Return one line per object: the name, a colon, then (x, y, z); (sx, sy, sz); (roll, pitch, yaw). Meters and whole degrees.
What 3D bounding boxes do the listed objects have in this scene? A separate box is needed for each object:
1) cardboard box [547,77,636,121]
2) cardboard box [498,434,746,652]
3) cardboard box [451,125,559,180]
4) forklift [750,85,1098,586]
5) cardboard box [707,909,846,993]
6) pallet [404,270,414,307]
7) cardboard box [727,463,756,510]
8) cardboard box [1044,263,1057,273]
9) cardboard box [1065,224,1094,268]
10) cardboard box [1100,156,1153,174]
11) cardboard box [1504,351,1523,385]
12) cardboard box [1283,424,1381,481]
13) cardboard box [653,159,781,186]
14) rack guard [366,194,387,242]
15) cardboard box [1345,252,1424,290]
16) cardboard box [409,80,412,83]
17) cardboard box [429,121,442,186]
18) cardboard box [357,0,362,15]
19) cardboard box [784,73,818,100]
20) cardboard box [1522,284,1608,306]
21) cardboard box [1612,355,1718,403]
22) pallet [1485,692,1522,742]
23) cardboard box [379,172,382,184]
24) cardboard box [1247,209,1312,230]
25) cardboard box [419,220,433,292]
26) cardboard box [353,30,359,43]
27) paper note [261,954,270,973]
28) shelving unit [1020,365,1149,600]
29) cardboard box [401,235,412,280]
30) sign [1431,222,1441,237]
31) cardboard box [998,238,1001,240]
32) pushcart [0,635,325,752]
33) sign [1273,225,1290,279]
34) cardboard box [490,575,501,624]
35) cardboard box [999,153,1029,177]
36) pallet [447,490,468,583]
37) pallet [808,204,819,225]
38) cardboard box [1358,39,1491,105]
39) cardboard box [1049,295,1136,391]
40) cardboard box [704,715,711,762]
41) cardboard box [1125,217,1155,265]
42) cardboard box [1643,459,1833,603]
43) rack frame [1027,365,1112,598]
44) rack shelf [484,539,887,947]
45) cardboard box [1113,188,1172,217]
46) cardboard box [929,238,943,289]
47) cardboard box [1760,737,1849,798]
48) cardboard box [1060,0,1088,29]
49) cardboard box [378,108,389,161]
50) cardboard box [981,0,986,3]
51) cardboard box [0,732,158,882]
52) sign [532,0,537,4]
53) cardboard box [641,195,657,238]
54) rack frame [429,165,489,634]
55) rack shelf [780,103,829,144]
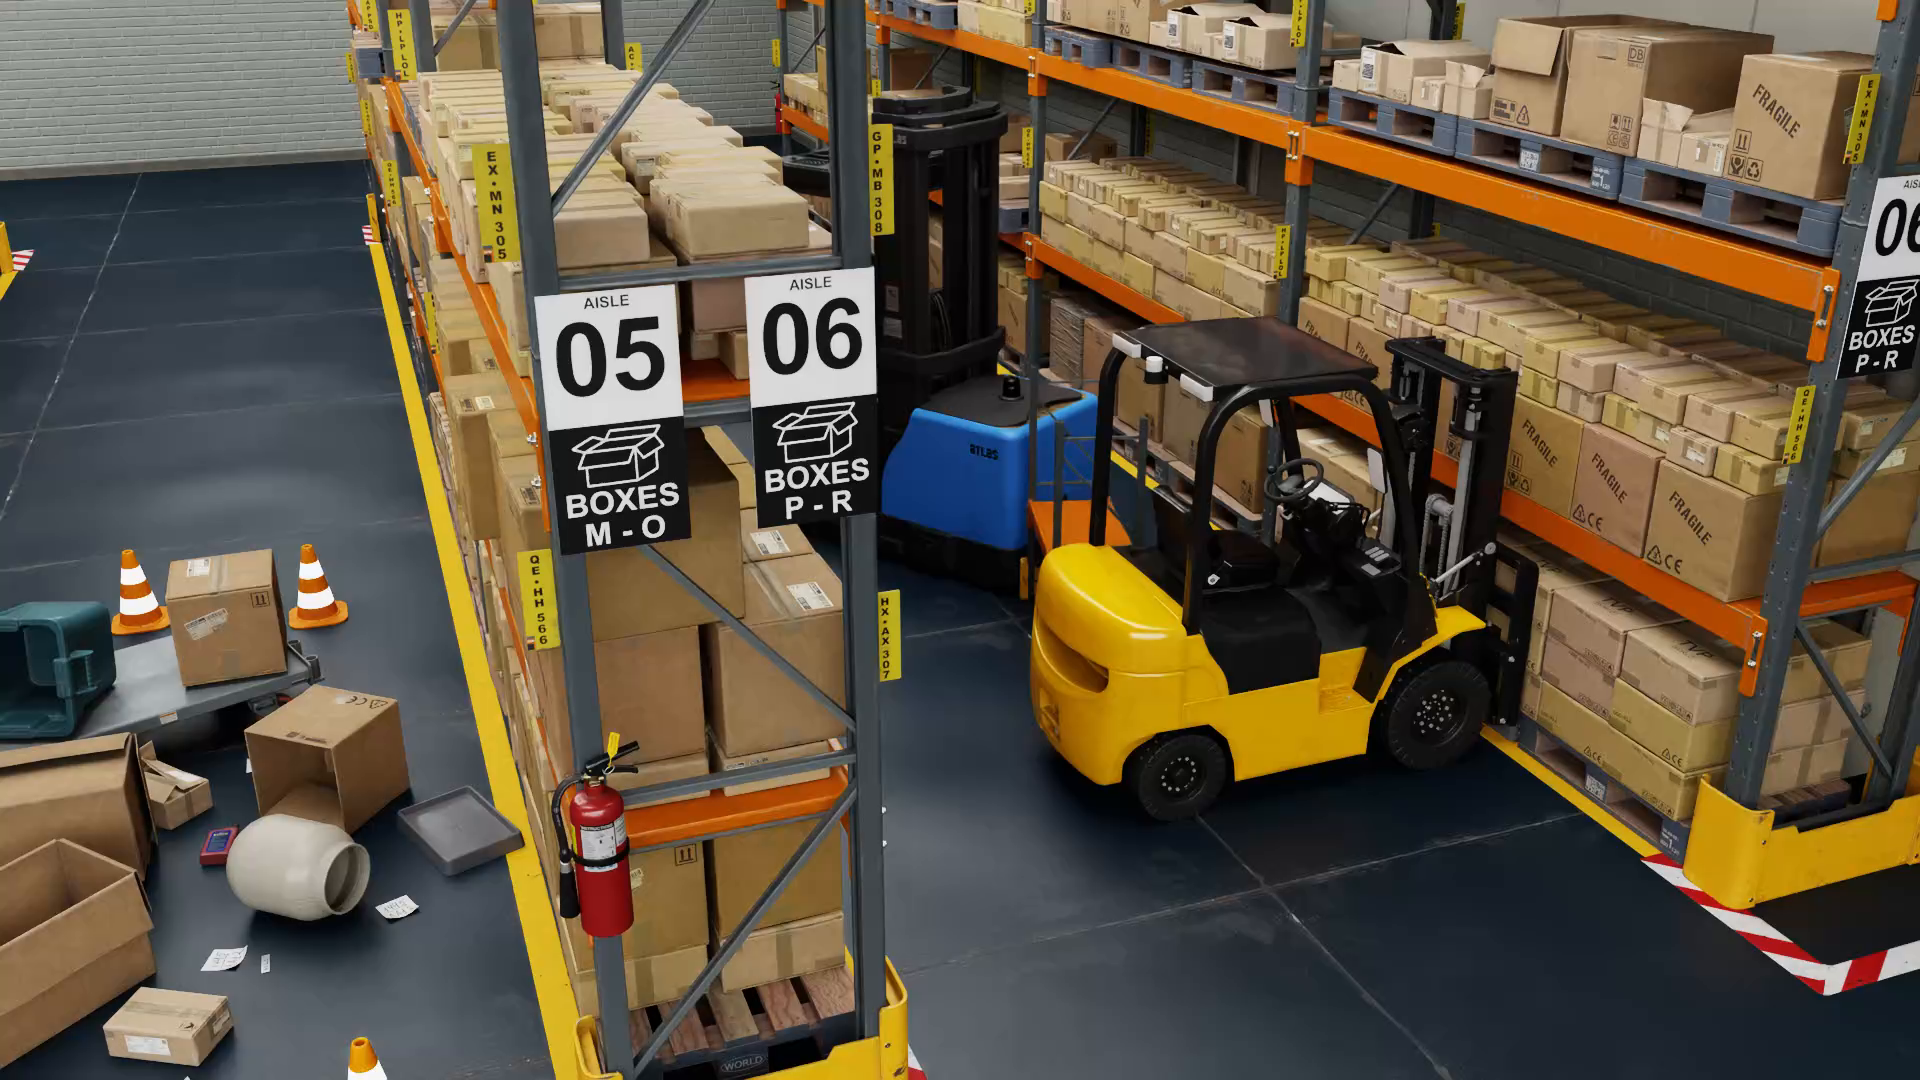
cardboard box: (-1.678, -2.018, 7.610); (0.380, 0.149, 0.250); (-8, 24, -18)
cardboard box: (-1.138, -0.006, 5.603); (0.700, 0.500, 0.500); (-9, 24, -20)
cardboard box: (-1.722, -1.475, 6.323); (0.380, 0.149, 0.250); (-8, 24, -18)
forklift: (-0.559, -1.503, 11.043); (3.031, 2.935, 1.130); (17, 28, 34)
cardboard box: (-0.779, 1.536, 6.743); (0.500, 0.250, 0.500); (-9, 24, -19)
pallet: (-5.188, -2.569, 17.072); (1.003, 0.211, 1.213); (-8, 24, -19)
cardboard box: (-1.028, 0.028, 6.811); (0.500, 0.500, 0.500); (-9, 24, -20)
cardboard box: (0.939, -2.548, 15.276); (0.380, 0.149, 0.250); (-8, 24, -18)
cardboard box: (1.164, -2.348, 13.152); (0.500, 0.250, 0.500); (-9, 24, -20)
cardboard box: (1.367, -3.050, 13.661); (0.380, 0.149, 0.250); (-8, 24, -17)
cardboard box: (3.025, -0.887, 8.529); (0.380, 0.149, 0.250); (-9, 24, -19)
cardboard box: (2.353, -0.511, 10.311); (0.500, 0.250, 0.500); (-9, 24, -20)
cardboard box: (-0.822, -1.186, 5.637); (0.380, 0.149, 0.250); (-8, 24, -19)
rack guard: (-6.414, -3.877, 19.804); (1.175, 0.500, 0.348); (-8, 24, -19)
cardboard box: (2.505, -1.587, 9.807); (0.380, 0.149, 0.250); (-8, 24, -18)
cardboard box: (-3.627, -3.242, 11.541); (0.380, 0.149, 0.250); (-8, 24, -19)
cardboard box: (-2.076, -1.726, 7.432); (0.500, 0.250, 0.500); (-9, 24, -19)
cardboard box: (-4.873, -4.527, 14.026); (0.380, 0.166, 0.250); (-10, 25, -23)
cardboard box: (-1.855, -5.568, 20.410); (0.500, 0.250, 0.500); (-8, 24, -19)
cardboard box: (3.294, -1.280, 9.078); (0.380, 0.149, 0.250); (-9, 24, -20)
cardboard box: (3.313, -0.749, 7.819); (0.380, 0.149, 0.250); (-8, 24, -19)
pallet: (3.153, 0.681, 9.361); (1.003, 0.211, 1.213); (-8, 24, -19)
cardboard box: (-5.395, -3.746, 16.147); (0.500, 0.500, 0.500); (-8, 24, -19)
cardboard box: (2.246, -2.224, 11.700); (0.380, 0.149, 0.250); (-8, 24, -19)
cardboard box: (-3.083, -1.731, 10.443); (0.500, 0.500, 0.500); (-9, 25, -21)
cardboard box: (-6.395, -5.463, 18.098); (0.380, 0.149, 0.250); (-8, 24, -17)
paper note: (-2.925, 1.784, 7.004); (0.032, 0.001, 0.123); (-8, 24, -19)
shelving unit: (0.714, -0.153, 9.681); (0.587, 1.500, 1.083); (-2, 23, -5)
cardboard box: (-4.001, -2.192, 12.782); (0.500, 0.250, 0.500); (-9, 25, -21)
sign: (2.995, -1.854, 10.571); (0.100, 0.325, 0.005); (-8, 24, -19)
cardboard box: (0.170, -2.863, 16.022); (0.380, 0.149, 0.250); (-8, 24, -19)
pushcart: (-4.282, 0.880, 8.677); (1.648, 0.377, 0.936); (-18, 29, -37)
sign: (1.972, -1.761, 10.178); (0.100, 0.325, 0.005); (-8, 24, -19)
cardboard box: (-2.039, 0.261, 7.968); (0.380, 0.149, 0.250); (-7, 24, -17)
cardboard box: (0.388, -3.259, 14.772); (0.500, 0.250, 0.500); (-10, 25, -21)
pallet: (-2.877, -0.101, 11.219); (1.003, 0.211, 1.213); (-8, 24, -19)
pallet: (-1.454, -4.100, 20.706); (1.003, 0.211, 1.213); (-8, 24, -19)
cardboard box: (2.542, -2.587, 9.110); (0.500, 0.311, 0.500); (-8, 24, -18)
cardboard box: (1.271, -1.666, 13.858); (0.875, 0.625, 0.625); (-8, 24, -17)
cardboard box: (-0.782, 0.668, 6.127); (0.380, 0.149, 0.250); (-8, 24, -18)
cardboard box: (1.539, -2.205, 12.169); (0.500, 0.250, 0.500); (-8, 24, -18)
cardboard box: (3.470, -0.078, 7.443); (0.500, 0.500, 0.500); (-9, 24, -20)
rack frame: (0.667, -0.346, 10.139); (0.500, 1.500, 0.032); (-2, 23, -5)
rack shelf: (-1.460, 0.398, 7.369); (1.077, 0.370, 4.000); (-8, 24, -19)
cardboard box: (1.366, -2.517, 12.395); (0.380, 0.149, 0.250); (-8, 24, -18)
cardboard box: (-0.020, -2.710, 16.495); (0.500, 0.500, 0.500); (-9, 25, -21)
cardboard box: (3.899, 0.980, 8.063); (0.500, 0.250, 0.500); (-8, 24, -19)
cardboard box: (1.091, -4.167, 12.614); (0.500, 0.500, 0.500); (-8, 24, -19)
cardboard box: (-4.537, -3.323, 13.857); (0.500, 0.500, 0.500); (-9, 24, -20)
cardboard box: (0.400, -4.766, 14.513); (0.380, 0.149, 0.250); (-8, 24, -19)
cardboard box: (-4.080, 1.252, 7.457); (0.797, 0.637, 0.503); (-8, 24, -19)
sign: (-3.071, -3.807, 11.893); (0.100, 0.325, 0.005); (-8, 24, -19)
cardboard box: (-0.850, -1.060, 5.851); (0.500, 0.250, 0.500); (-9, 24, -20)
rack frame: (-2.166, -0.660, 8.953); (1.000, 3.000, 0.127); (-8, 24, -19)
rack shelf: (-1.057, -4.644, 19.333); (1.077, 0.370, 4.000); (-8, 24, -19)
